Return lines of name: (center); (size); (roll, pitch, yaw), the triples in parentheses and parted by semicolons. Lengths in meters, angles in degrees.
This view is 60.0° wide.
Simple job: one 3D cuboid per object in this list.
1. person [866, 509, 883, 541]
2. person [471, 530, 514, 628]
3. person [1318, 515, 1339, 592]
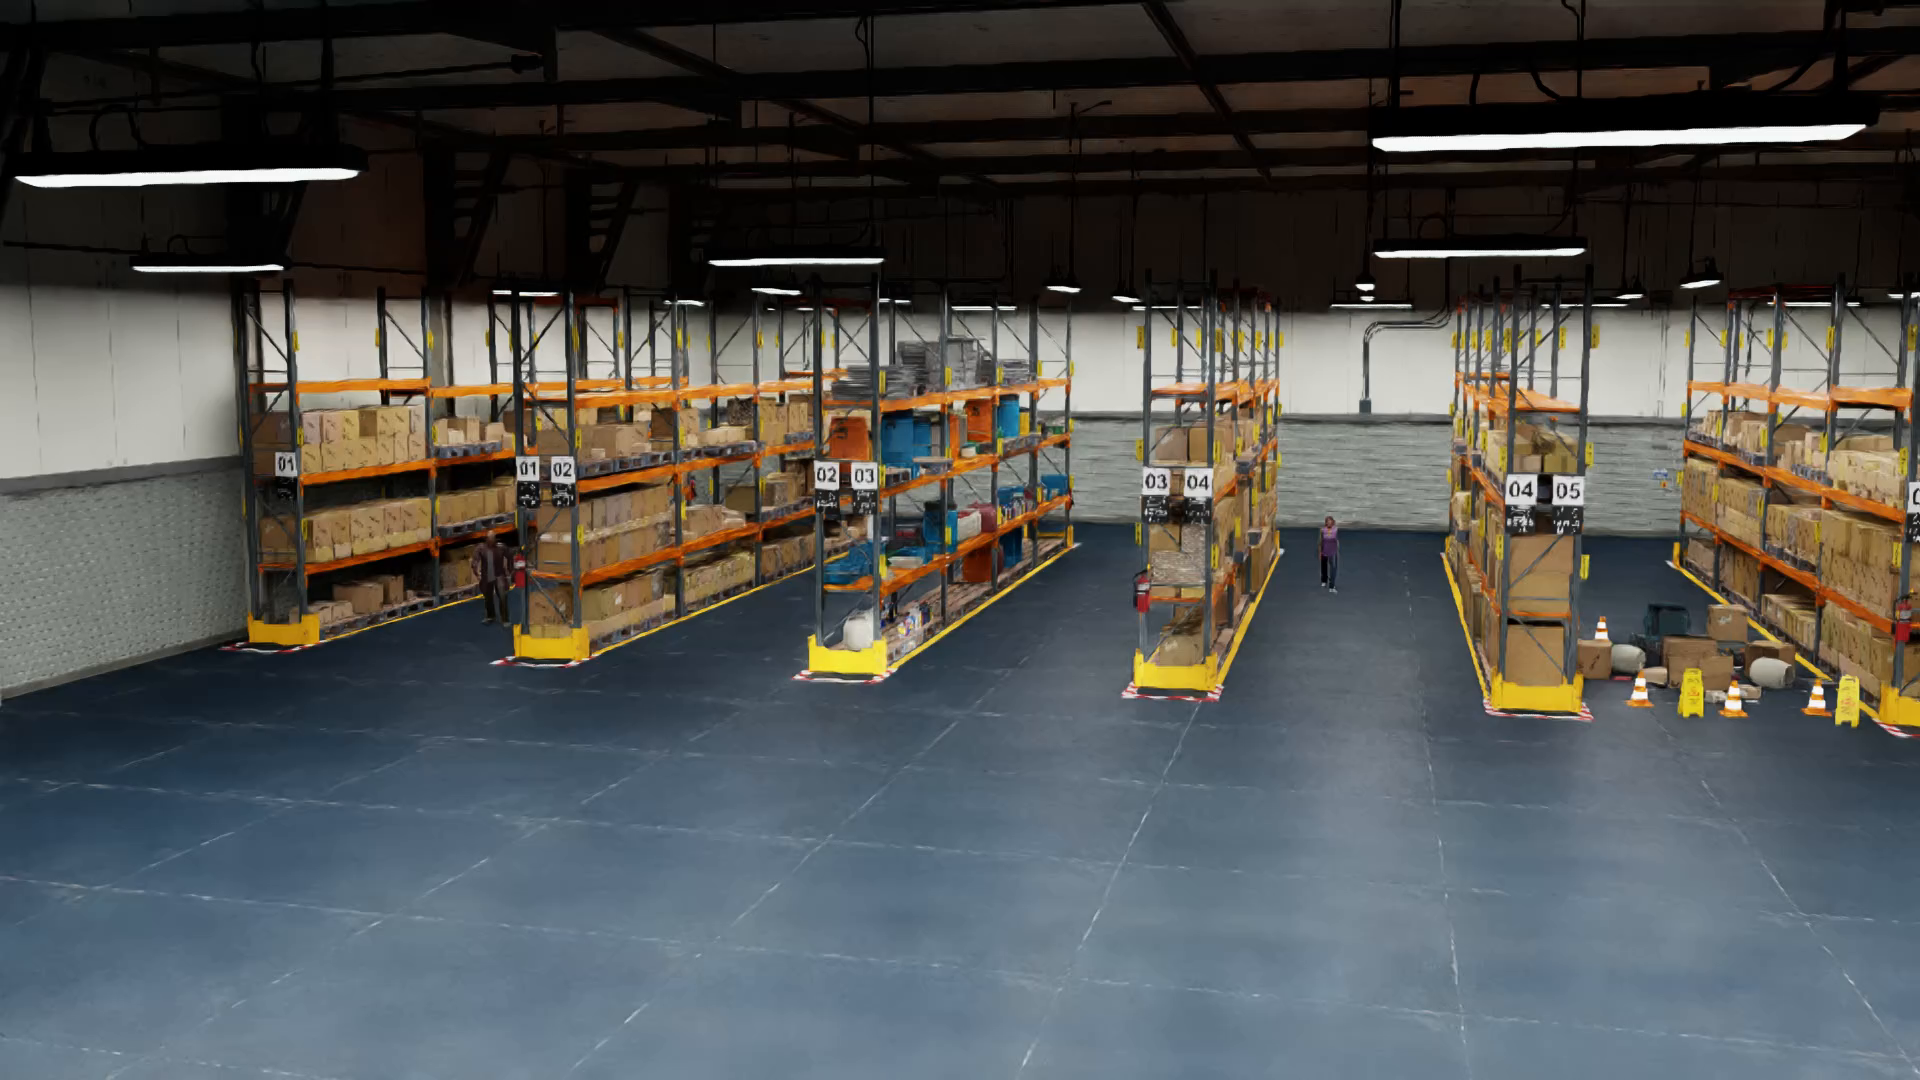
person: (-1.825, -0.265, 36.426); (0.522, 1.790, 0.652); (-1, 7, -7)
person: (-8.146, 0.659, 29.087); (0.735, 1.712, 0.904); (0, 7, -2)
person: (7.354, 0.258, 33.231); (0.419, 1.504, 1.037); (1, 7, 12)
